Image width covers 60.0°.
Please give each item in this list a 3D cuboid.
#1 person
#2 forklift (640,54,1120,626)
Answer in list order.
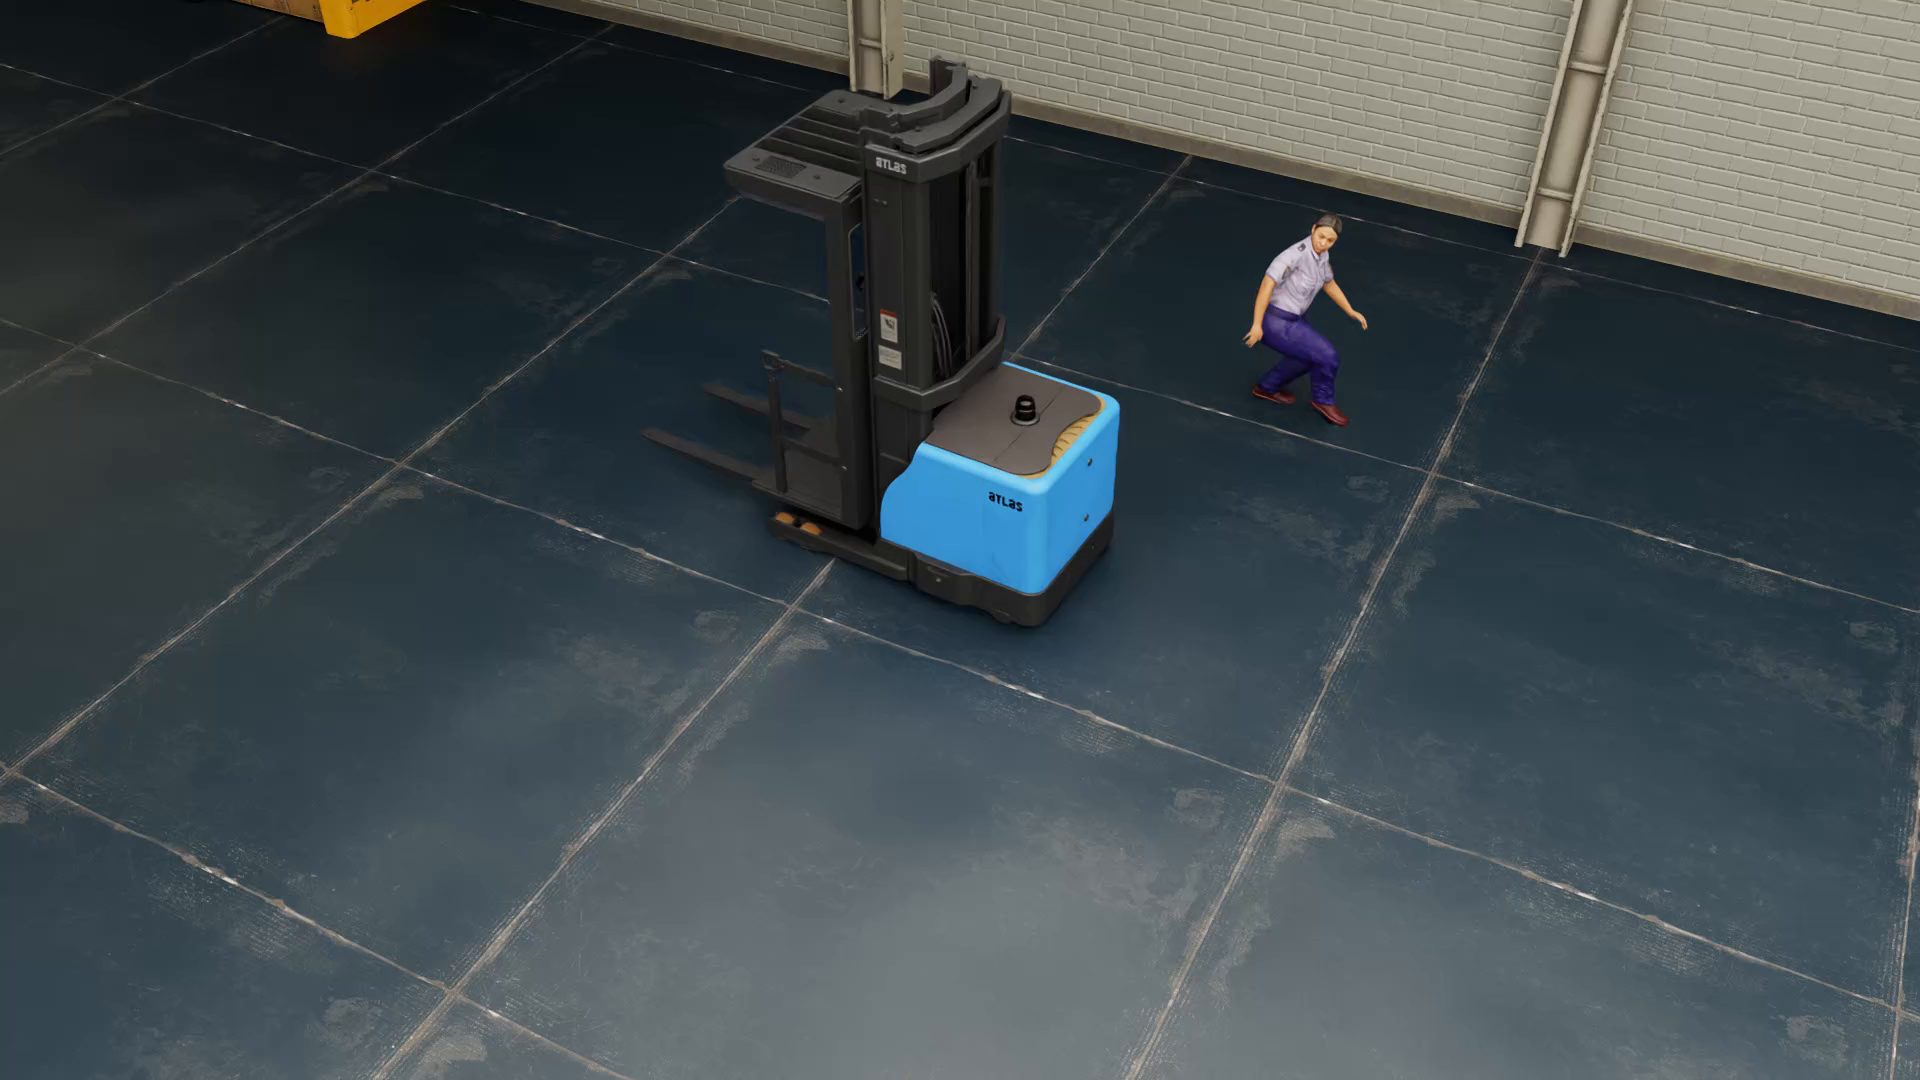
[{"bbox_3d":[2.265,-1.396,10.802,0.729,1.473,0.703,13,42,15],"label":"person"},{"bbox_3d":[-0.595,-1.331,9.567,3.031,2.935,1.130,21,44,23],"label":"forklift"}]
